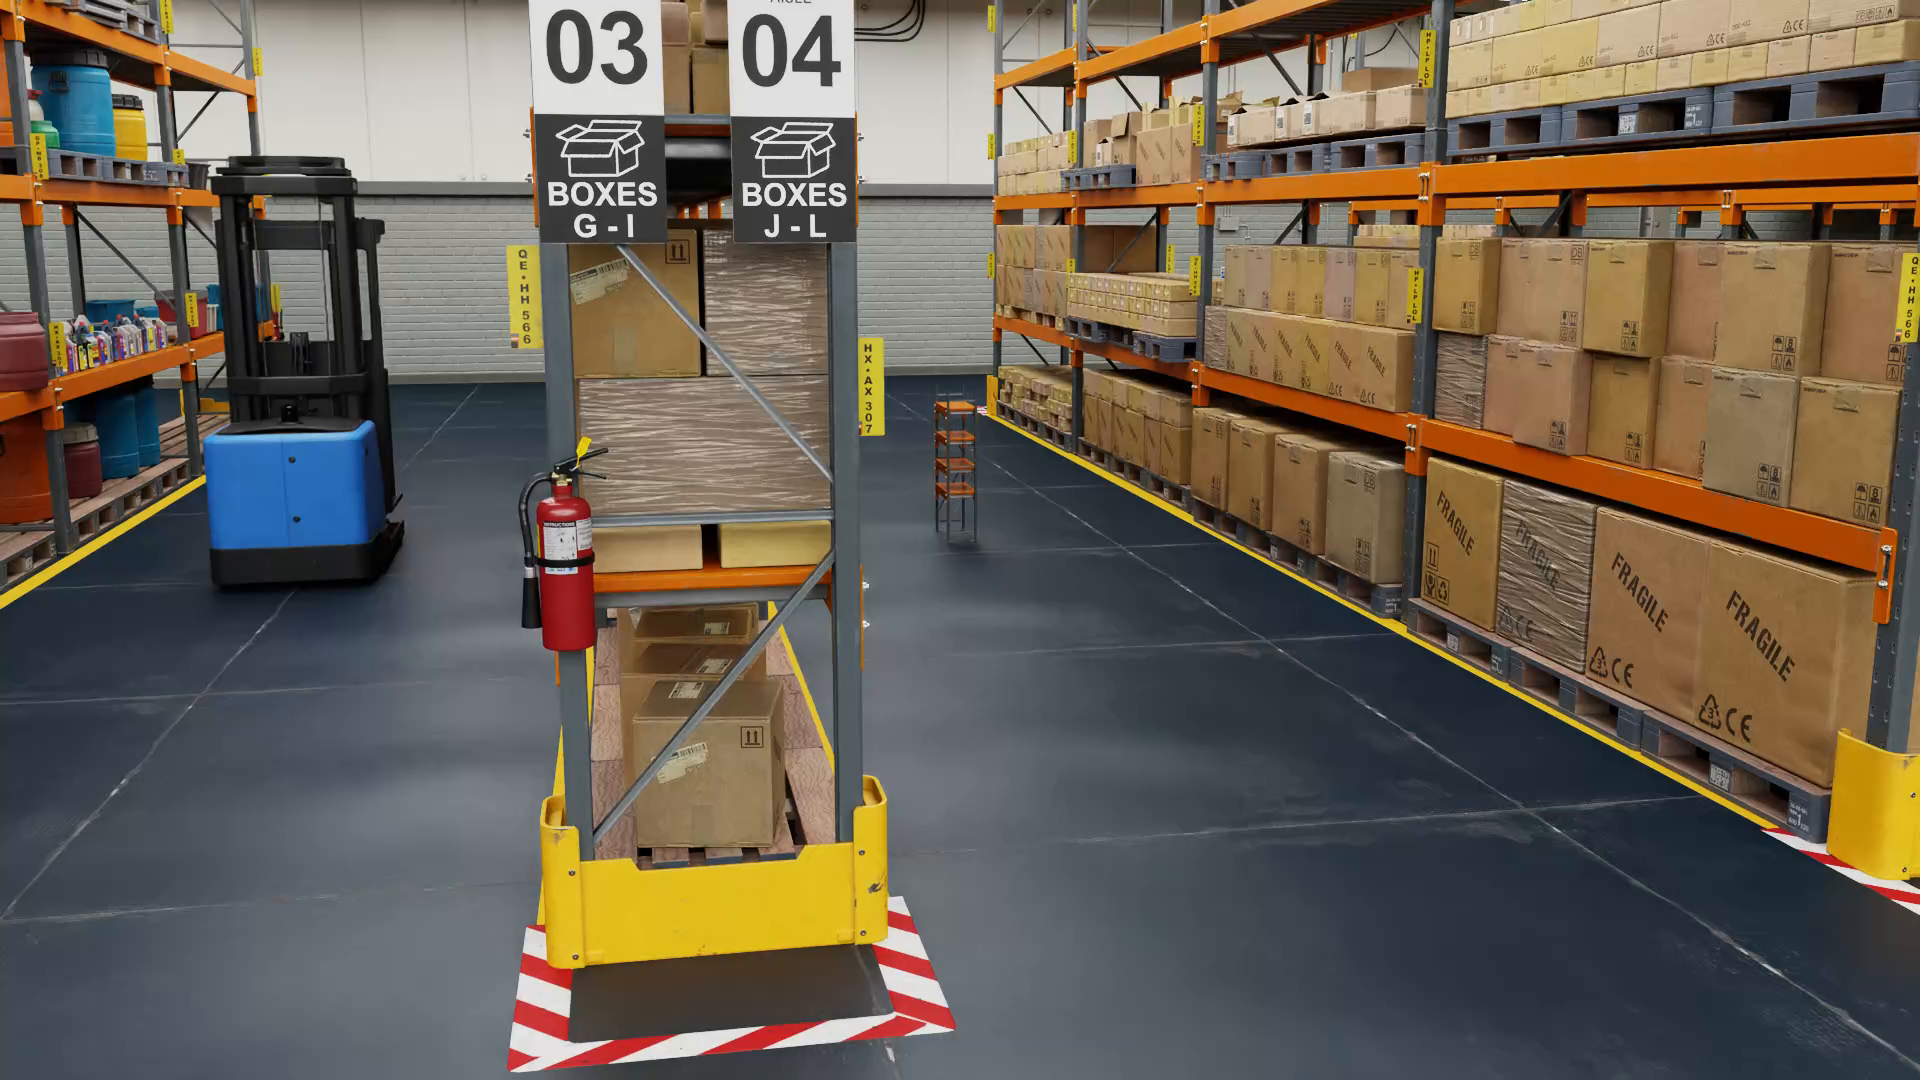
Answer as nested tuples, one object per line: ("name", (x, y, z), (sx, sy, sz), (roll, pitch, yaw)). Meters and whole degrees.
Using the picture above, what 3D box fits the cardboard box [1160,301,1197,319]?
("cardboard box", (1.951, -1.997, 14.420), (0.380, 0.149, 0.250), (-2, 11, -10))

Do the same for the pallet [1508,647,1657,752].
("pallet", (3.583, 0.776, 8.556), (1.003, 0.211, 1.213), (-2, 11, -11))

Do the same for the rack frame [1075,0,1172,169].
("rack frame", (1.716, -5.375, 17.368), (1.000, 3.000, 0.127), (-2, 11, -11))

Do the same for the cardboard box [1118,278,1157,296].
("cardboard box", (1.699, -2.380, 15.635), (0.380, 0.149, 0.250), (-2, 11, -8))

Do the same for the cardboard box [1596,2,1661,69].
("cardboard box", (3.389, -2.384, 7.893), (0.500, 0.250, 0.500), (-2, 11, -10))

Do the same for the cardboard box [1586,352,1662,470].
("cardboard box", (3.675, -0.670, 8.293), (0.875, 0.550, 0.500), (-2, 11, -11))

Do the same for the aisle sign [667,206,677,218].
("aisle sign", (-3.667, -4.301, 20.817), (0.394, 0.787, 0.004), (-2, 11, -11))

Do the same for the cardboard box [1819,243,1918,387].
("cardboard box", (4.015, -0.900, 6.616), (0.875, 0.550, 0.550), (-2, 11, -11))

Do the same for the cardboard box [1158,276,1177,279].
("cardboard box", (2.182, -2.546, 16.510), (0.380, 0.149, 0.250), (-2, 11, -13))

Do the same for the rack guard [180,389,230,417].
("rack guard", (-8.823, -1.595, 20.242), (1.175, 0.500, 0.348), (-2, 11, -11))

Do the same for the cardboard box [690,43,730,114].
("cardboard box", (-0.676, -1.563, 5.763), (0.500, 0.250, 0.500), (-2, 11, -9))

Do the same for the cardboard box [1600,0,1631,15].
("cardboard box", (3.305, -2.600, 7.959), (0.380, 0.149, 0.250), (-2, 11, -11))

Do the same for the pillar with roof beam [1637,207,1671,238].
("pillar with roof beam", (6.779, -6.859, 25.166), (9.100, 9.000, 0.400), (-2, 11, -11))

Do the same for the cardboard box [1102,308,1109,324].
("cardboard box", (1.600, -2.182, 16.189), (0.380, 0.149, 0.250), (-2, 11, -12))

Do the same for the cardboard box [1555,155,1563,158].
("cardboard box", (6.454, -3.947, 17.388), (0.380, 0.166, 0.250), (-3, 11, -15))

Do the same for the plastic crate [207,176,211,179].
("plastic crate", (-8.334, -4.018, 18.831), (0.450, 0.188, 0.336), (-2, 11, -11))

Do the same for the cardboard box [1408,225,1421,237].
("cardboard box", (5.831, -3.858, 20.766), (0.380, 0.149, 0.250), (-2, 11, -12))

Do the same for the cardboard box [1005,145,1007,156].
("cardboard box", (0.777, -4.935, 21.078), (0.380, 0.149, 0.250), (-2, 11, -11))

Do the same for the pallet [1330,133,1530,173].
("pallet", (3.045, -2.506, 10.832), (0.805, 0.209, 1.217), (-3, 11, -13))

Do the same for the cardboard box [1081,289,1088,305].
("cardboard box", (1.444, -2.473, 16.920), (0.380, 0.149, 0.250), (-2, 11, -10))

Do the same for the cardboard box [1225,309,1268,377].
("cardboard box", (2.418, -1.558, 13.092), (0.500, 0.500, 0.500), (-2, 11, -12))

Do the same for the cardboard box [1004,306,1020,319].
("cardboard box", (0.769, -2.870, 20.926), (0.380, 0.149, 0.250), (-2, 11, -13))

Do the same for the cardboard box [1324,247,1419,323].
("cardboard box", (2.969, -1.779, 11.577), (0.700, 0.500, 0.500), (-2, 11, -11))

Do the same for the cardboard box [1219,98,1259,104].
("cardboard box", (2.497, -3.817, 14.891), (0.396, 0.266, 0.258), (-2, 11, -11))

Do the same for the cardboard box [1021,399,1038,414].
("cardboard box", (0.960, -1.626, 20.219), (0.380, 0.149, 0.250), (-3, 11, -14))

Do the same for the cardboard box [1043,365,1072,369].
("cardboard box", (1.289, -2.172, 21.494), (0.380, 0.149, 0.250), (-2, 11, -10))

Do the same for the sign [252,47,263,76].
("sign", (-8.269, -5.631, 19.577), (0.100, 0.325, 0.005), (-2, 11, -11))

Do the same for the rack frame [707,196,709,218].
("rack frame", (-2.391, -1.532, 13.225), (1.000, 3.000, 0.127), (-2, 11, -11))

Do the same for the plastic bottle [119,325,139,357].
("plastic bottle", (-7.439, -1.780, 14.859), (0.152, 0.276, 0.135), (-2, 11, -11))

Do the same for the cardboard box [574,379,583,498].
("cardboard box", (-1.130, -0.449, 6.473), (0.875, 0.500, 0.500), (-2, 11, -11))

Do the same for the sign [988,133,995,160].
("sign", (0.405, -5.045, 21.318), (0.100, 0.325, 0.005), (-2, 11, -11))

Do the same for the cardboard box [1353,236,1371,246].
("cardboard box", (5.587, -3.802, 22.207), (0.500, 0.500, 0.500), (-2, 11, -12))

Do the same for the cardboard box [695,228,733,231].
("cardboard box", (-0.765, -0.954, 6.450), (0.500, 0.500, 0.500), (-2, 11, -11))

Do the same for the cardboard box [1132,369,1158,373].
("cardboard box", (2.108, -1.647, 17.384), (0.500, 0.250, 0.500), (-2, 11, -13))

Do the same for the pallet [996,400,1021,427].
("pallet", (1.076, -1.627, 21.182), (1.003, 0.211, 1.213), (-2, 11, -11))

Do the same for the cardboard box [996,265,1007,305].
("cardboard box", (0.754, -3.264, 21.261), (0.500, 0.500, 0.500), (-2, 11, -8))

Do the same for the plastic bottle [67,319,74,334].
("plastic bottle", (-8.349, -1.921, 15.580), (0.061, 0.283, 0.133), (-2, 11, -11))

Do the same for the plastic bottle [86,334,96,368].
("plastic bottle", (-7.173, -1.554, 13.683), (0.097, 0.271, 0.097), (0, 11, 0))

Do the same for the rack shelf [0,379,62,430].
("rack shelf", (-6.861, -0.632, 10.418), (1.077, 0.370, 4.000), (-2, 11, -11))

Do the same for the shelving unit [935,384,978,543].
("shelving unit", (-0.032, -0.620, 13.244), (0.258, 1.200, 0.503), (-2, 11, -11))

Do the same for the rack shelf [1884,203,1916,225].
("rack shelf", (11.809, -3.561, 17.784), (1.077, 0.370, 4.000), (-2, 11, -11))

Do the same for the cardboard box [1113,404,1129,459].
("cardboard box", (1.819, -1.068, 16.349), (0.500, 0.500, 0.500), (-2, 11, -10))

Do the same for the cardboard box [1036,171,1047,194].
("cardboard box", (1.170, -4.093, 19.057), (0.500, 0.250, 0.500), (-2, 11, -12))

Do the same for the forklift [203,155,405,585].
("forklift", (-4.883, -1.362, 12.513), (1.130, 2.935, 3.031), (-2, 11, -13))

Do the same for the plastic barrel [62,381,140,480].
("plastic barrel", (-7.801, -1.031, 15.080), (0.600, 0.901, 0.708), (-2, 11, -11))

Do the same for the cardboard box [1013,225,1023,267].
("cardboard box", (0.948, -3.567, 20.179), (0.500, 0.500, 0.500), (-2, 11, -12))

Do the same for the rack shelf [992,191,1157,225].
("rack shelf", (1.327, -3.915, 19.643), (1.077, 0.370, 4.000), (-2, 11, -11))

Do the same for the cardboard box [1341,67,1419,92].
("cardboard box", (3.106, -3.164, 12.115), (0.500, 0.500, 0.500), (-2, 11, -11))

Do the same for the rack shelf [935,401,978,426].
("rack shelf", (-0.032, -1.006, 13.170), (0.258, 0.148, 0.480), (-2, 11, -11))

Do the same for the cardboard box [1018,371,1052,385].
("cardboard box", (0.931, -2.011, 20.653), (0.380, 0.149, 0.250), (-3, 11, -14))

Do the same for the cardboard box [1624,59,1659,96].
("cardboard box", (3.356, -2.161, 7.786), (0.380, 0.149, 0.250), (-2, 11, -10))
